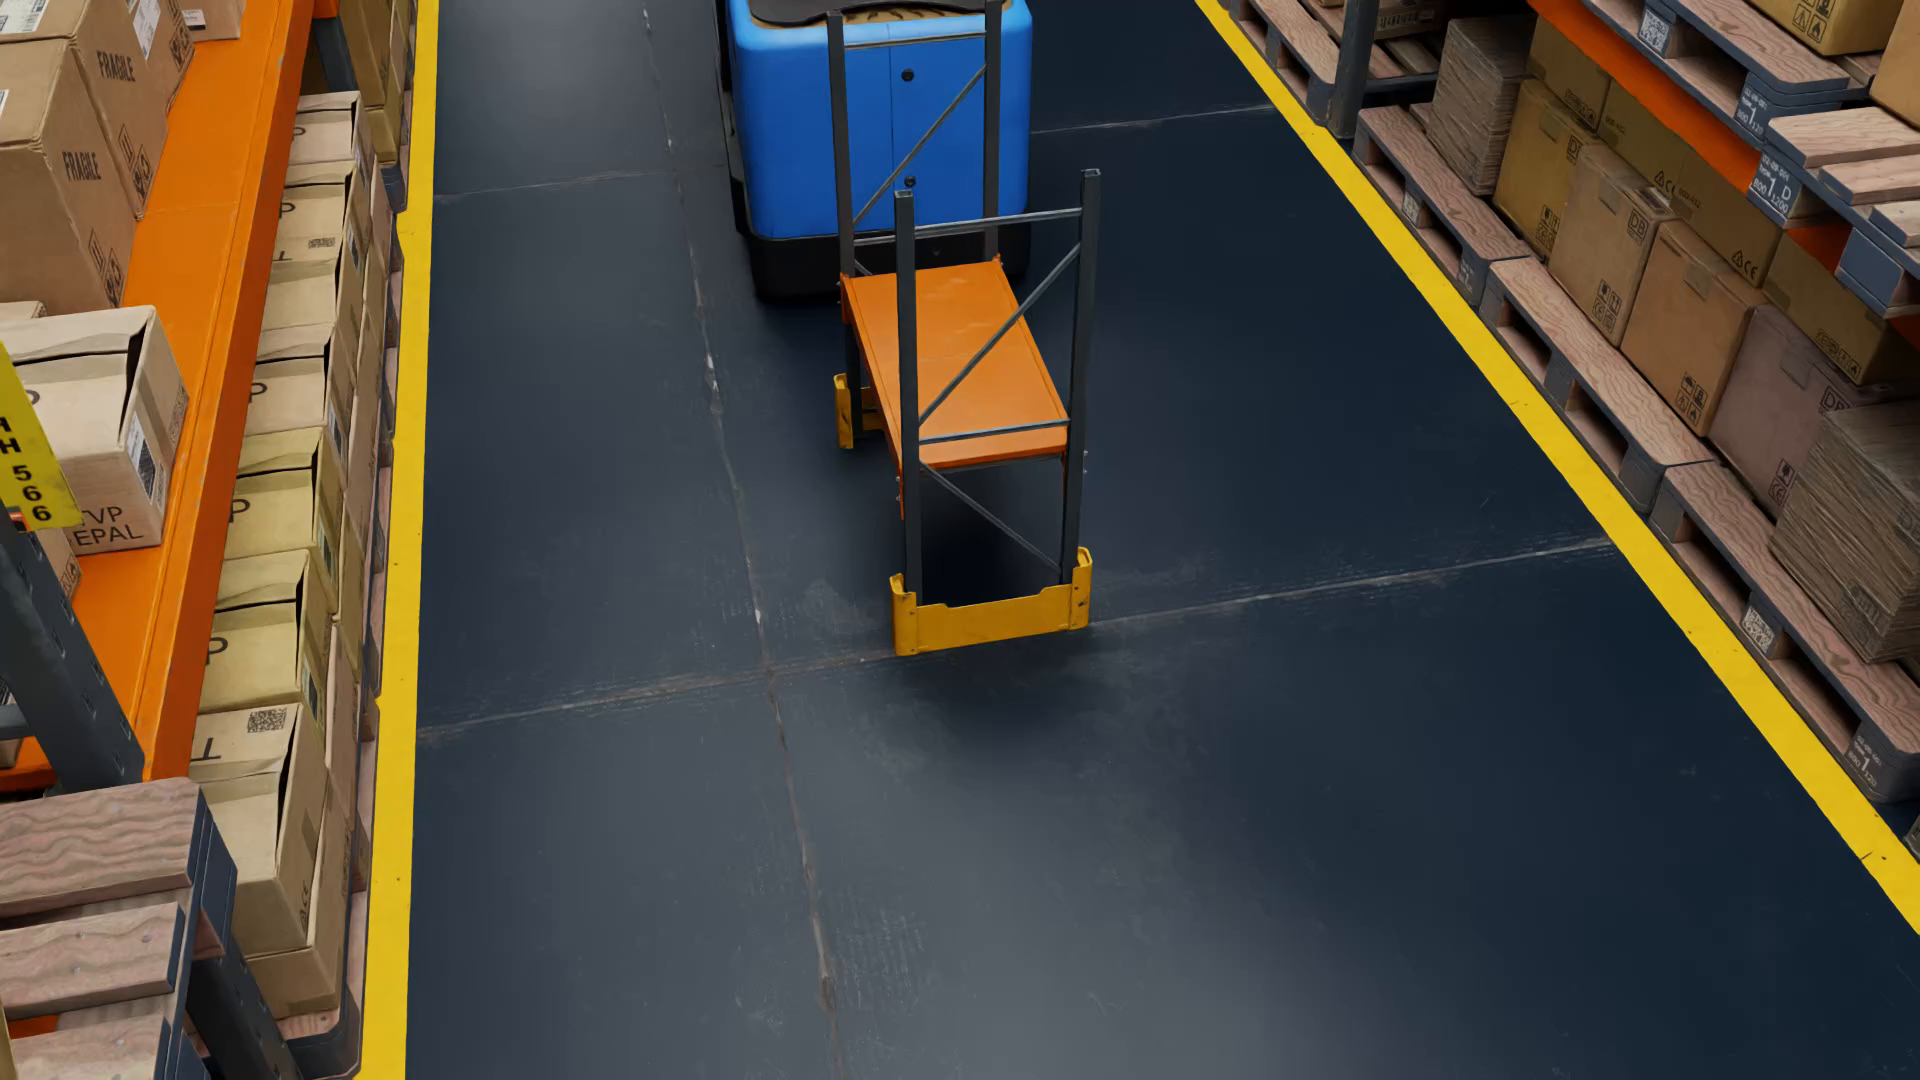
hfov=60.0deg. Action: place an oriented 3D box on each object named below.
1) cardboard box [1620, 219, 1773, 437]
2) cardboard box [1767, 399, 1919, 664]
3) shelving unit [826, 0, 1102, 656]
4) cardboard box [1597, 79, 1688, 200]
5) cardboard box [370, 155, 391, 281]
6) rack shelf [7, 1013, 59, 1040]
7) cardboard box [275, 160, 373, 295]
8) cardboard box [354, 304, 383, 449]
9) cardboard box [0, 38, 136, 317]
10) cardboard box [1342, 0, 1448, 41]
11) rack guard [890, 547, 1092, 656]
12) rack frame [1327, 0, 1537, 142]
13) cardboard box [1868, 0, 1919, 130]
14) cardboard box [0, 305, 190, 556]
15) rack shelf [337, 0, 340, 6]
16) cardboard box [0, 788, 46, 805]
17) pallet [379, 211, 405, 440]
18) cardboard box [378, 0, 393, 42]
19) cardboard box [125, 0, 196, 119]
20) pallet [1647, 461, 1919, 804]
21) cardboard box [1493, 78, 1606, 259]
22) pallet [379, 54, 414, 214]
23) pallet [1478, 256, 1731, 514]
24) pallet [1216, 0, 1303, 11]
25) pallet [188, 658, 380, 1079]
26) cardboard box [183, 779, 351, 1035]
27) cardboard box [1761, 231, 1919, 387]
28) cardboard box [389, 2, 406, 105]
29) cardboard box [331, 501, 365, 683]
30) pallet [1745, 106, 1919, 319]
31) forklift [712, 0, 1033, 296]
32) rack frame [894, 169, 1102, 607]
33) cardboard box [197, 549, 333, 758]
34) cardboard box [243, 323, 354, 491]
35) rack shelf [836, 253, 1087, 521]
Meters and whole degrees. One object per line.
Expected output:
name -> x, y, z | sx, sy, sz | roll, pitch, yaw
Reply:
cardboard box -> 2.632, -0.722, 5.356 | 0.700, 0.500, 0.500 | -9, 42, -10
cardboard box -> 2.764, -0.054, 4.602 | 0.700, 0.500, 0.500 | -8, 42, -9
shelving unit -> -0.016, -0.610, 4.808 | 0.587, 1.500, 1.083 | -8, 42, -9
cardboard box -> 2.497, -1.371, 5.522 | 0.500, 0.250, 0.500 | -9, 42, -11
cardboard box -> -2.356, -1.147, 6.037 | 0.500, 0.250, 0.500 | -9, 42, -10
rack shelf -> -1.434, 1.913, 1.377 | 1.077, 0.370, 4.000 | -8, 42, -9
cardboard box -> -2.243, -1.026, 5.479 | 0.500, 0.311, 0.500 | -7, 42, -8
cardboard box -> -2.138, -0.487, 5.294 | 0.500, 0.250, 0.500 | -7, 42, -8
cardboard box -> -2.244, -0.775, 3.788 | 0.500, 0.500, 0.500 | -10, 43, -12
cardboard box -> 1.962, -2.405, 7.503 | 0.380, 0.166, 0.250 | -14, 43, -15
rack guard -> 0.091, 0.180, 4.859 | 0.587, 0.250, 0.087 | -8, 42, -9
rack frame -> 2.107, -2.958, 6.322 | 1.000, 3.000, 0.127 | -8, 42, -9
cardboard box -> 2.712, -1.228, 3.967 | 0.700, 0.500, 0.500 | -12, 43, -13
cardboard box -> -1.869, -0.227, 3.313 | 0.500, 0.311, 0.500 | -9, 42, -10
rack shelf -> -3.161, -3.273, 7.219 | 1.077, 0.370, 4.000 | -8, 42, -9
cardboard box -> -2.219, 0.705, 3.529 | 0.500, 0.311, 0.500 | -7, 42, -8
pallet -> -2.532, -0.730, 5.914 | 1.003, 0.211, 1.213 | -8, 42, -9
cardboard box -> -2.639, -2.323, 6.797 | 0.500, 0.500, 0.500 | -8, 42, -9
cardboard box -> -2.465, -1.441, 4.539 | 0.500, 0.500, 0.500 | -6, 42, -6
pallet -> 2.803, 0.171, 4.898 | 1.003, 0.211, 1.213 | -8, 42, -9
cardboard box -> 2.443, -1.385, 6.102 | 0.700, 0.500, 0.500 | -9, 42, -10
pallet -> -2.860, -1.724, 7.033 | 1.003, 0.211, 1.213 | -8, 42, -9
pallet -> 2.543, -0.618, 5.787 | 1.003, 0.211, 1.213 | -8, 42, -9
pallet -> 1.661, -3.137, 8.625 | 1.003, 0.211, 1.213 | -8, 42, -9
pallet -> -2.005, 0.851, 4.132 | 1.003, 0.211, 1.213 | -8, 42, -9
cardboard box -> -1.692, 0.837, 3.802 | 0.500, 0.250, 0.500 | -8, 42, -9
cardboard box -> 2.702, -0.713, 4.780 | 0.500, 0.250, 0.500 | -8, 42, -8
cardboard box -> -2.636, -2.043, 7.047 | 0.500, 0.250, 0.500 | -8, 42, -9
cardboard box -> -1.919, 0.175, 4.548 | 0.500, 0.250, 0.500 | -9, 42, -10
pallet -> 2.713, -0.740, 3.968 | 1.213, 0.211, 1.003 | -8, 42, -9
forklift -> -0.493, -2.983, 6.402 | 1.130, 2.935, 3.031 | -7, 42, -7
rack frame -> 0.091, -0.287, 4.443 | 0.500, 1.500, 0.032 | -8, 42, -9
cardboard box -> -1.813, 0.288, 3.998 | 0.500, 0.311, 0.500 | -9, 42, -10
cardboard box -> -2.033, -0.376, 4.746 | 0.500, 0.311, 0.500 | -9, 42, -10
rack shelf -> -0.018, -0.482, 4.934 | 0.538, 0.185, 1.000 | -8, 42, -9
